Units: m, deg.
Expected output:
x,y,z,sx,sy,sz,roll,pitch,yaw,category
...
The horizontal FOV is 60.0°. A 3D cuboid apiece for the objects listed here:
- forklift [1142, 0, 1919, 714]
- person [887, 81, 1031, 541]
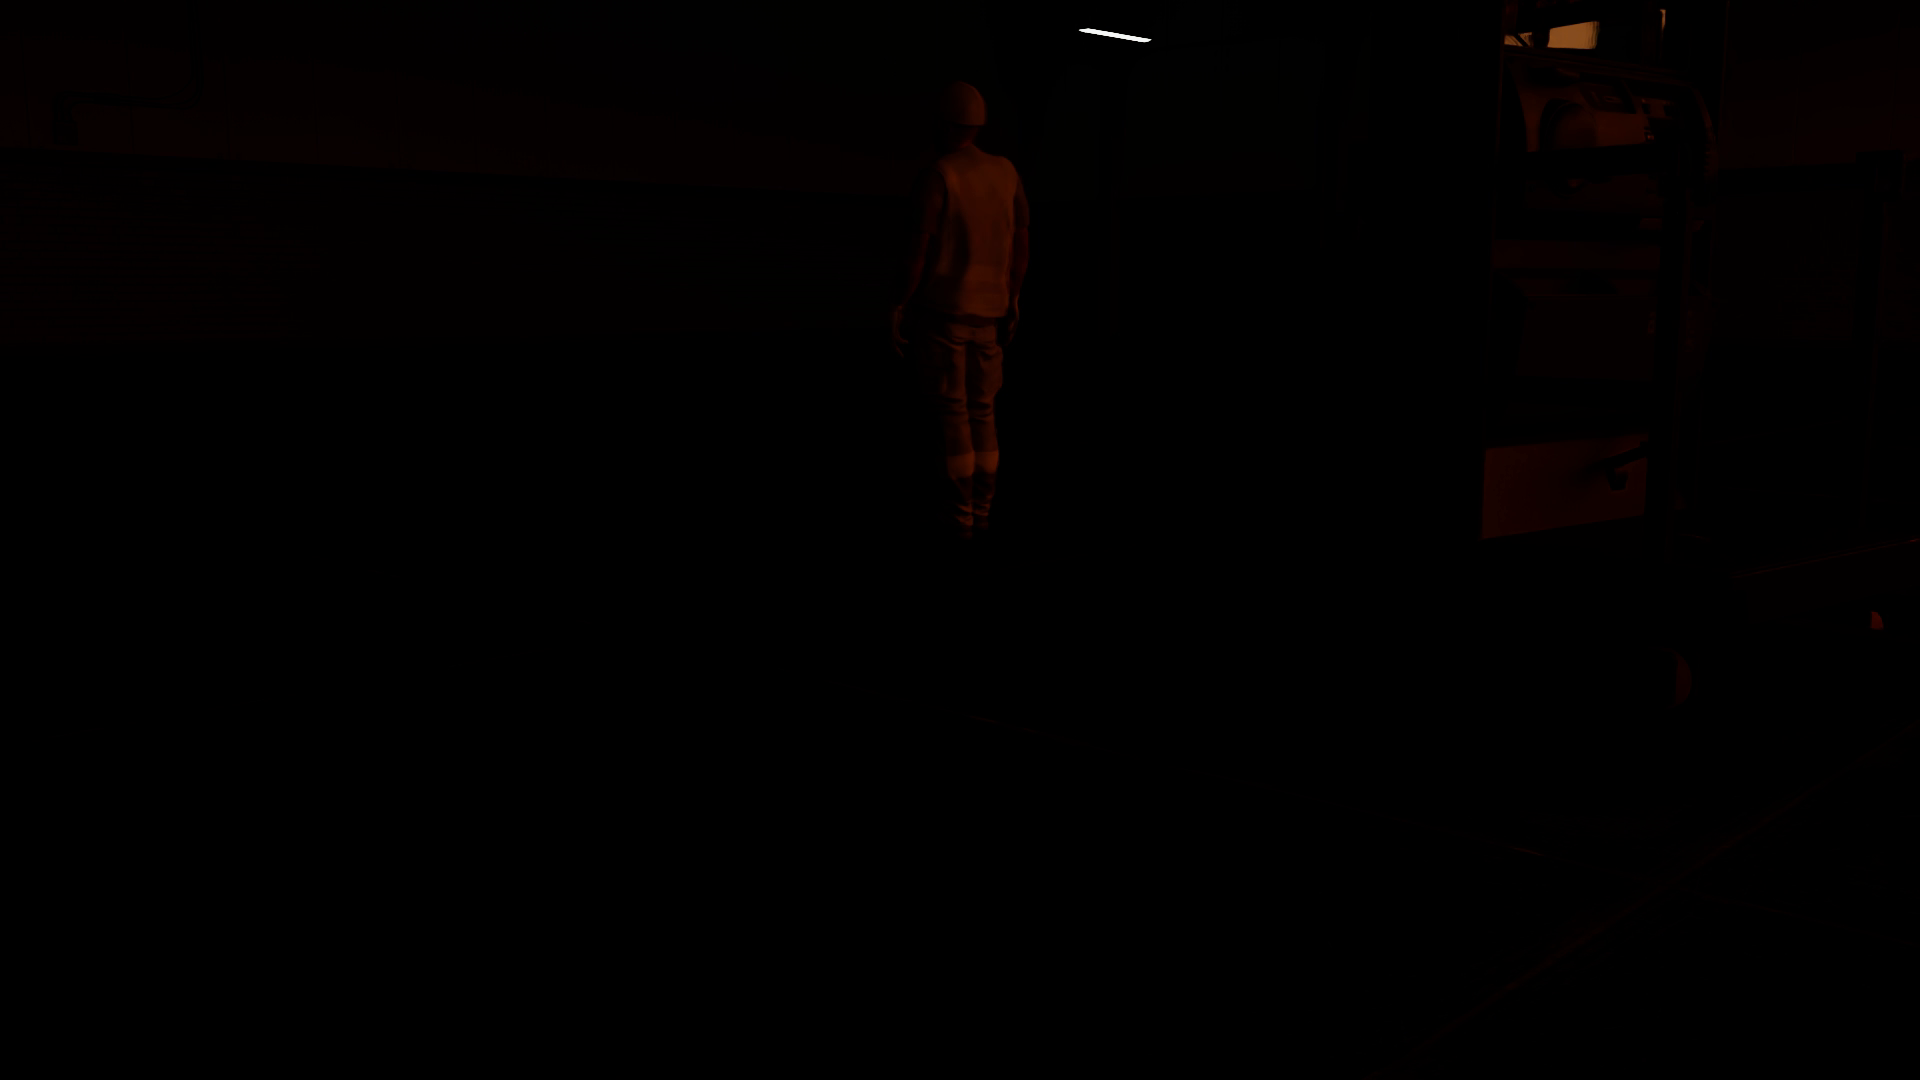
x,y,z,sx,sy,sz,roll,pitch,yaw,category
1.883,-1.117,4.293,1.130,2.935,3.031,-7,11,-37,forklift
-0.060,-0.901,6.665,0.634,1.791,0.590,-6,11,-37,person
